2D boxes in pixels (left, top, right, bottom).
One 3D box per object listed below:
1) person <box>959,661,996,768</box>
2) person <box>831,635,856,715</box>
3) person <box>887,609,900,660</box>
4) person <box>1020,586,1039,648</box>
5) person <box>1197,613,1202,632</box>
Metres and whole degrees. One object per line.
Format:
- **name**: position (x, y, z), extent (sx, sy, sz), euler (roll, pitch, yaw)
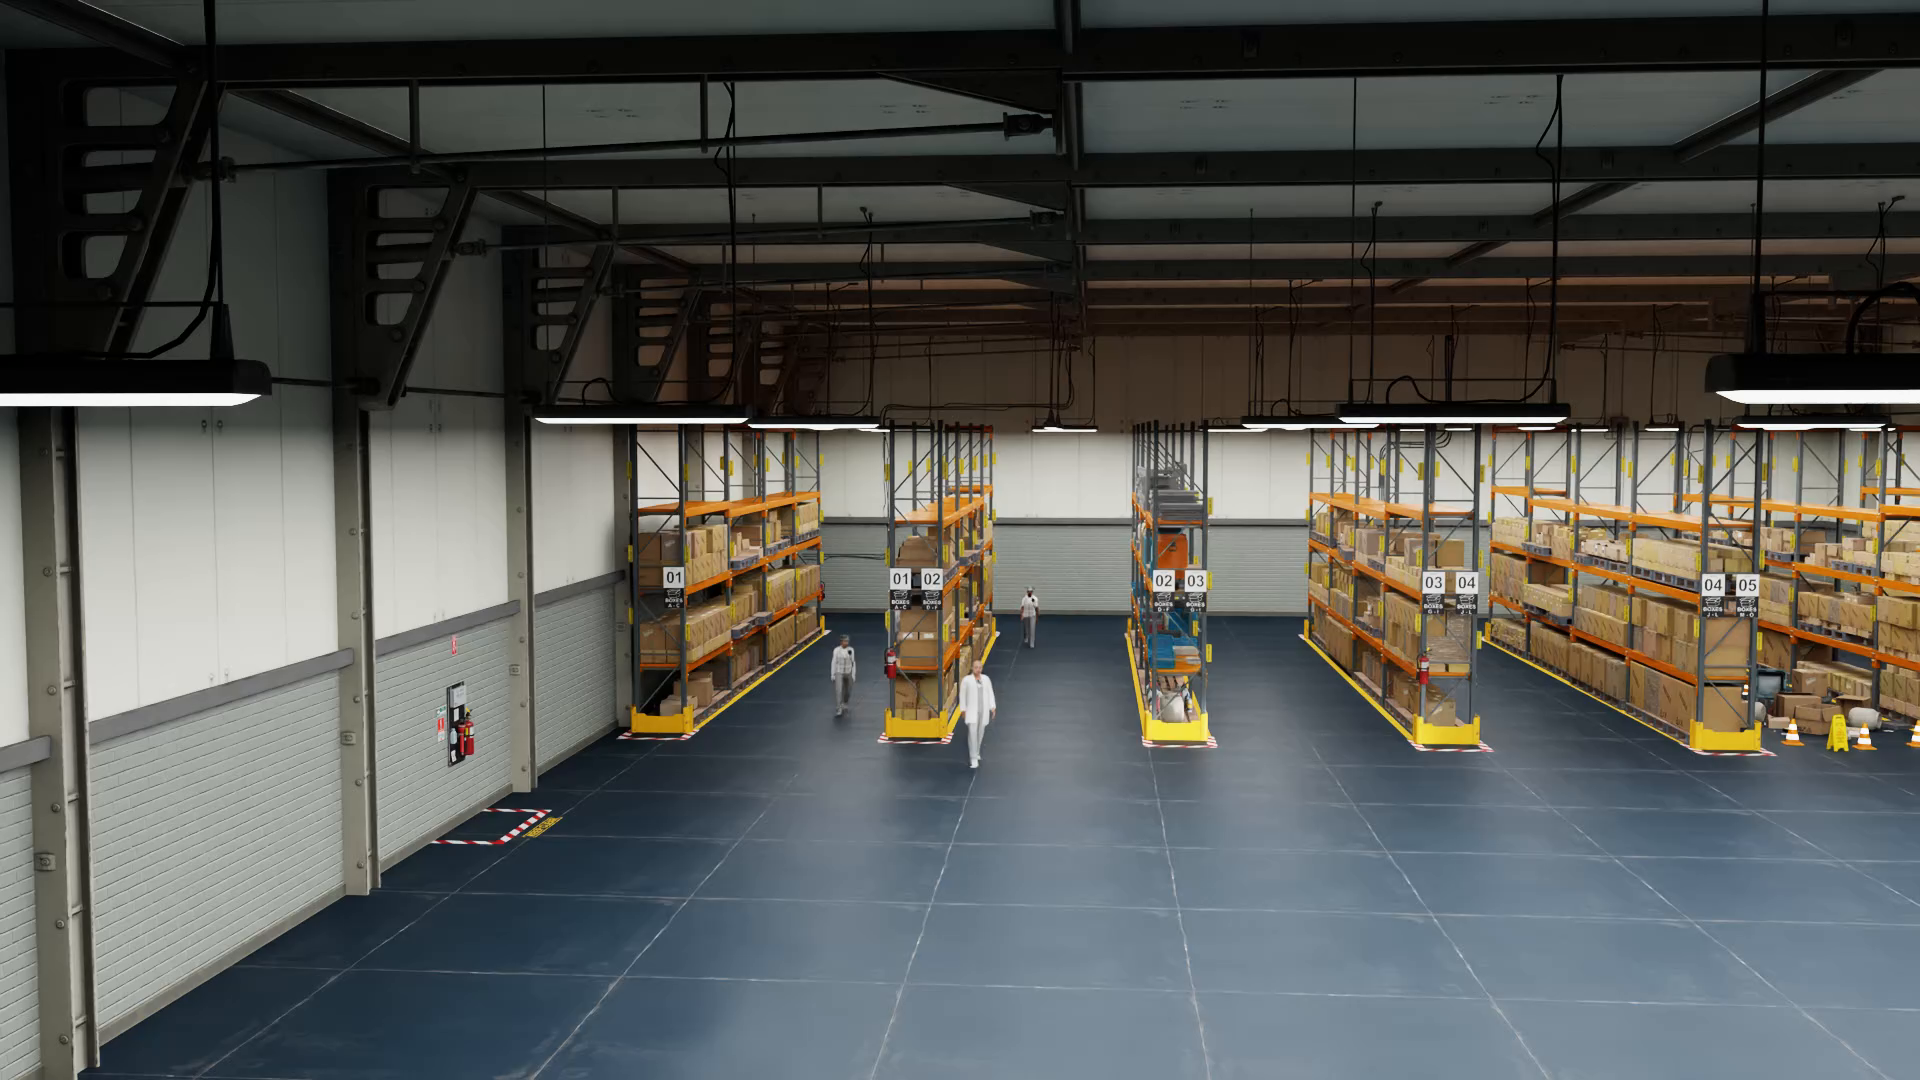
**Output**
- **person**: position (0.333, 3.011, 28.972), extent (0.579, 1.802, 0.790), euler (-2, 4, -26)
- **person**: position (-2.402, 2.745, 34.139), extent (0.492, 1.634, 0.825), euler (-1, 4, -18)
- **person**: position (-1.599, 2.259, 41.532), extent (0.456, 1.623, 0.964), euler (0, 4, -8)
- **person**: position (1.877, 2.049, 44.869), extent (0.485, 1.625, 1.045), euler (0, 4, 4)
- **person**: position (6.879, 1.940, 48.113), extent (0.355, 1.514, 0.478), euler (1, 4, 21)
